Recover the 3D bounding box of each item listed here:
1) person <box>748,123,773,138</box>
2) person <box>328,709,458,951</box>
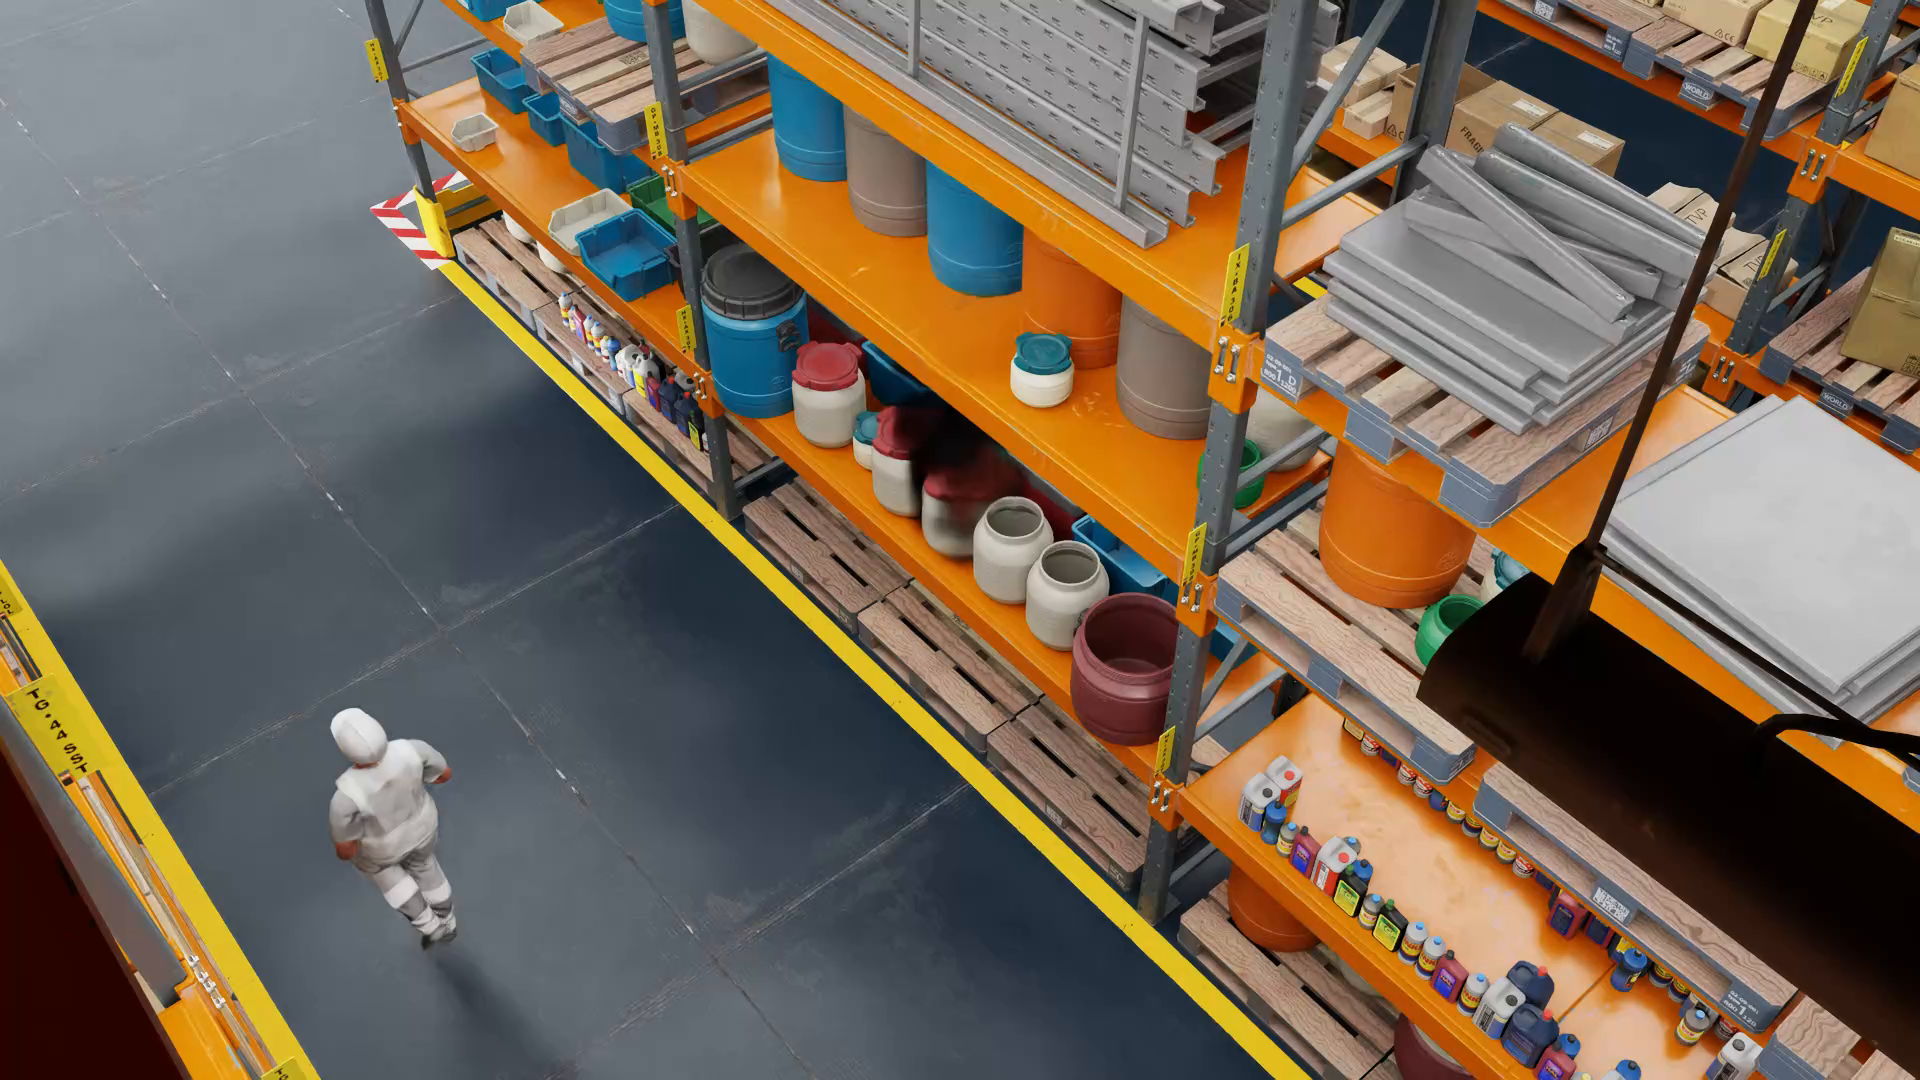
[{"bbox_3d":[-1.481,-3.204,12.845,0.659,1.698,0.647,31,54,26],"label":"person"},{"bbox_3d":[-2.768,1.375,8.070,0.547,1.755,0.649,36,56,29],"label":"person"}]
